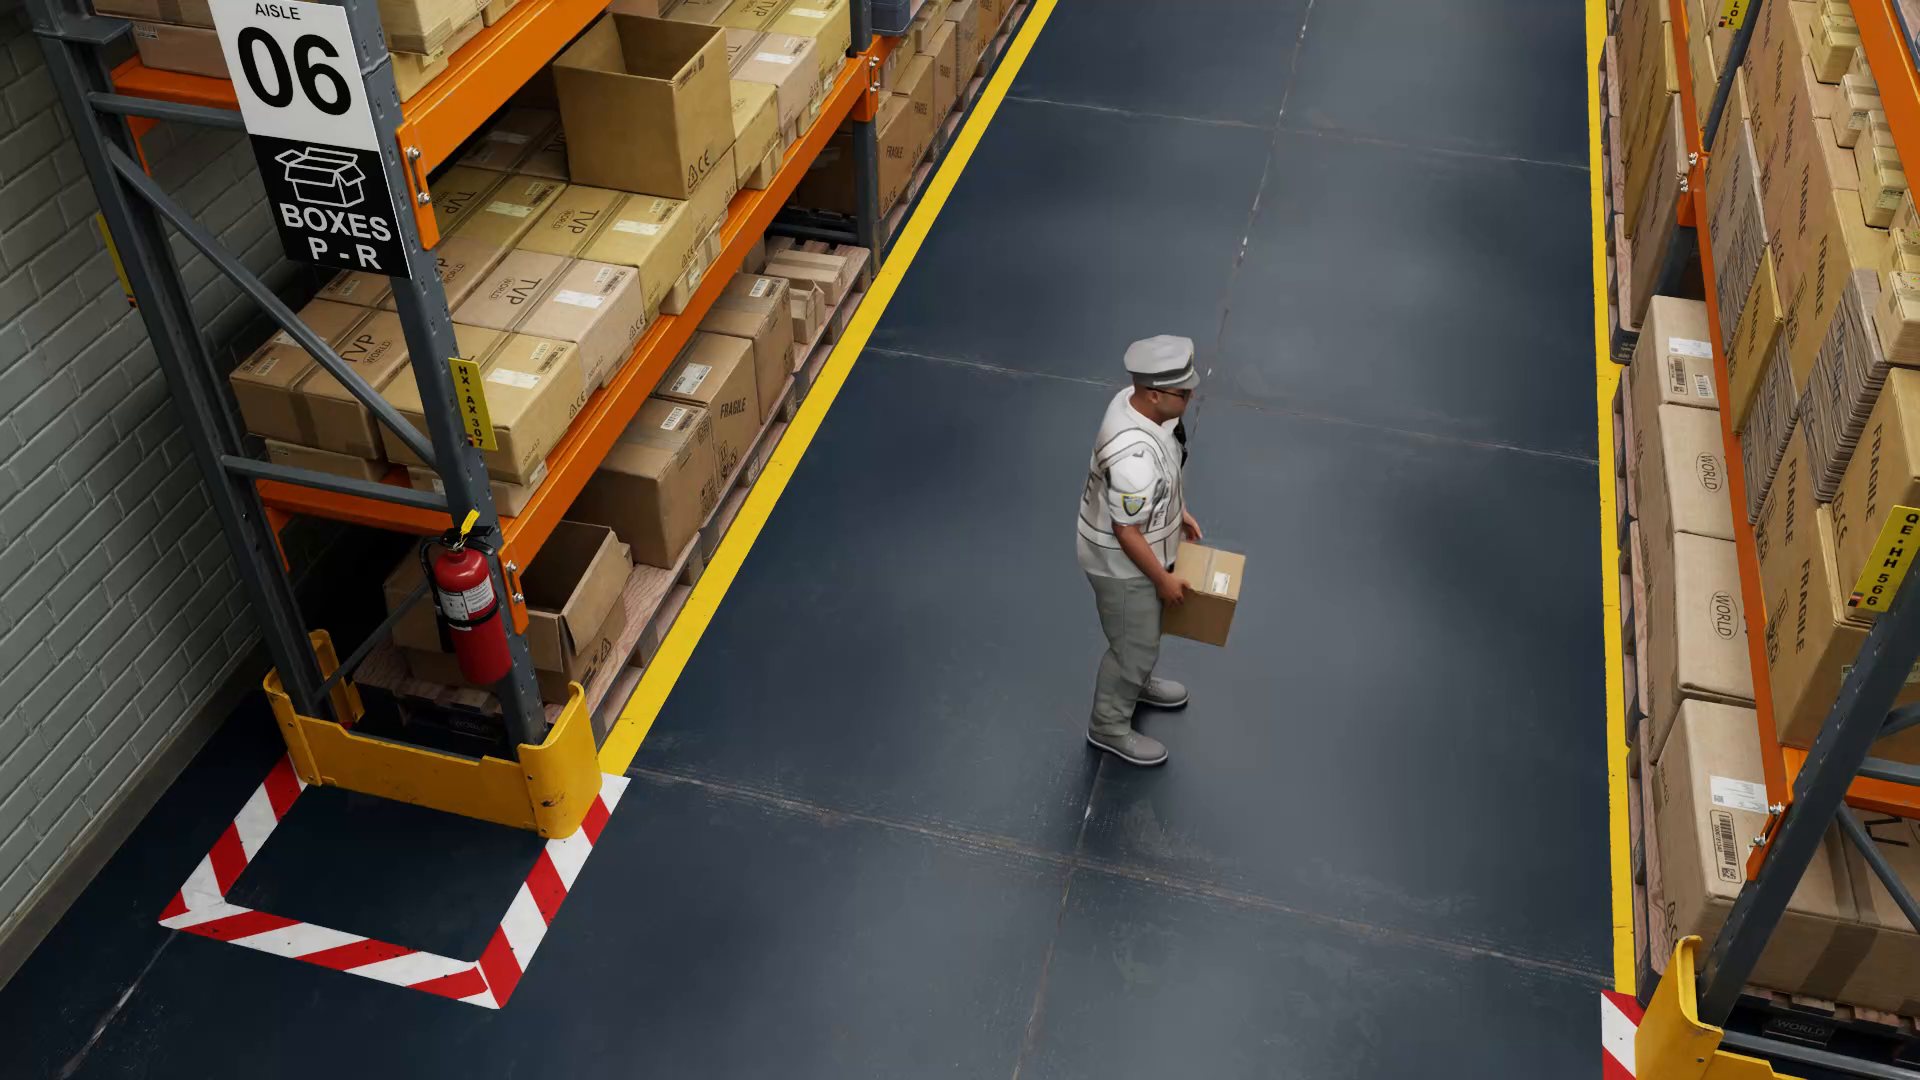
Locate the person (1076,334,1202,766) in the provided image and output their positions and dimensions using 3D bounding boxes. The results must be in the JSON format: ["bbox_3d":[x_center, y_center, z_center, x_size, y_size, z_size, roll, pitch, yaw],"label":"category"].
[{"bbox_3d":[0.668,0.026,6.111,0.470,1.763,0.547,9,42,10],"label":"person"}]
